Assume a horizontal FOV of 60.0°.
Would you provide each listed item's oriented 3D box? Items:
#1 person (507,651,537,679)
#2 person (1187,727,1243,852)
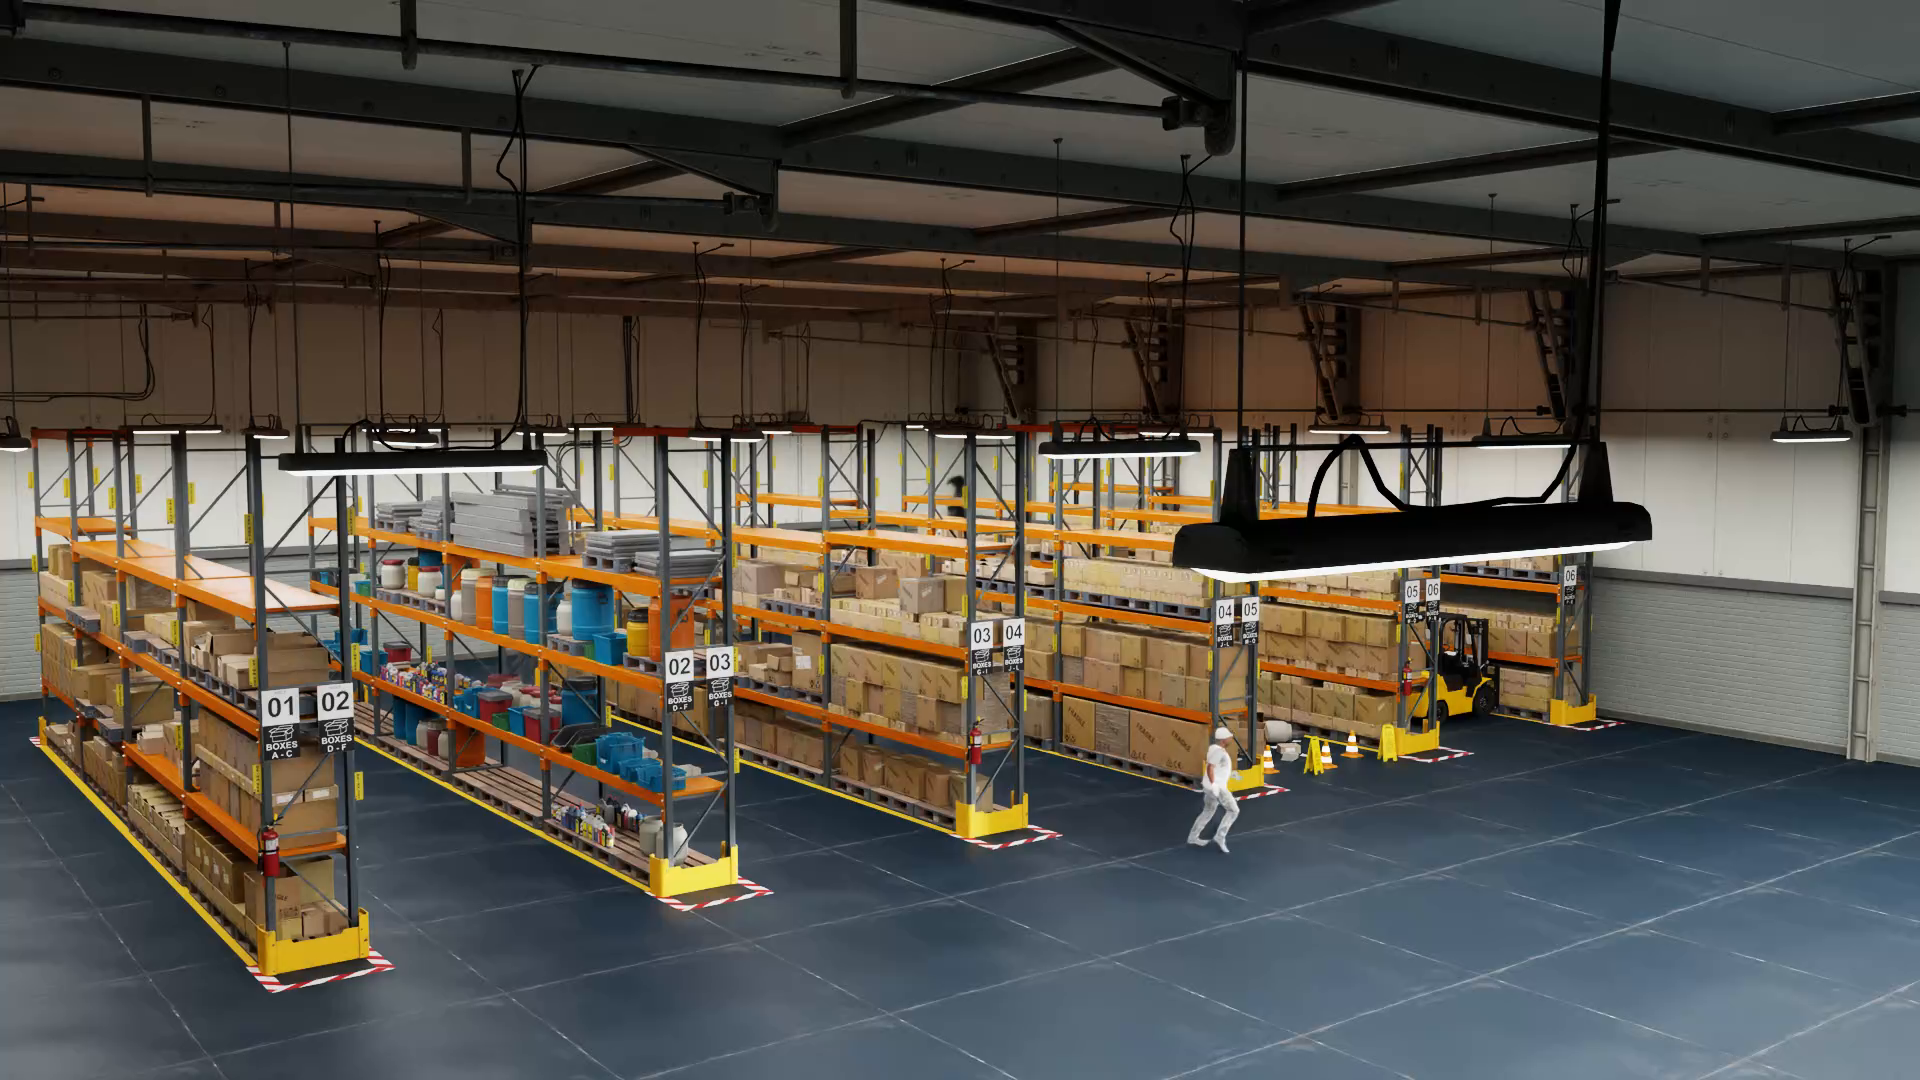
[{"bbox_3d":[-10.111,2.471,38.570,0.862,1.705,0.545,-1,5,-12],"label":"person"},{"bbox_3d":[3.696,3.590,23.900,0.817,1.810,0.597,0,4,-6],"label":"person"}]
